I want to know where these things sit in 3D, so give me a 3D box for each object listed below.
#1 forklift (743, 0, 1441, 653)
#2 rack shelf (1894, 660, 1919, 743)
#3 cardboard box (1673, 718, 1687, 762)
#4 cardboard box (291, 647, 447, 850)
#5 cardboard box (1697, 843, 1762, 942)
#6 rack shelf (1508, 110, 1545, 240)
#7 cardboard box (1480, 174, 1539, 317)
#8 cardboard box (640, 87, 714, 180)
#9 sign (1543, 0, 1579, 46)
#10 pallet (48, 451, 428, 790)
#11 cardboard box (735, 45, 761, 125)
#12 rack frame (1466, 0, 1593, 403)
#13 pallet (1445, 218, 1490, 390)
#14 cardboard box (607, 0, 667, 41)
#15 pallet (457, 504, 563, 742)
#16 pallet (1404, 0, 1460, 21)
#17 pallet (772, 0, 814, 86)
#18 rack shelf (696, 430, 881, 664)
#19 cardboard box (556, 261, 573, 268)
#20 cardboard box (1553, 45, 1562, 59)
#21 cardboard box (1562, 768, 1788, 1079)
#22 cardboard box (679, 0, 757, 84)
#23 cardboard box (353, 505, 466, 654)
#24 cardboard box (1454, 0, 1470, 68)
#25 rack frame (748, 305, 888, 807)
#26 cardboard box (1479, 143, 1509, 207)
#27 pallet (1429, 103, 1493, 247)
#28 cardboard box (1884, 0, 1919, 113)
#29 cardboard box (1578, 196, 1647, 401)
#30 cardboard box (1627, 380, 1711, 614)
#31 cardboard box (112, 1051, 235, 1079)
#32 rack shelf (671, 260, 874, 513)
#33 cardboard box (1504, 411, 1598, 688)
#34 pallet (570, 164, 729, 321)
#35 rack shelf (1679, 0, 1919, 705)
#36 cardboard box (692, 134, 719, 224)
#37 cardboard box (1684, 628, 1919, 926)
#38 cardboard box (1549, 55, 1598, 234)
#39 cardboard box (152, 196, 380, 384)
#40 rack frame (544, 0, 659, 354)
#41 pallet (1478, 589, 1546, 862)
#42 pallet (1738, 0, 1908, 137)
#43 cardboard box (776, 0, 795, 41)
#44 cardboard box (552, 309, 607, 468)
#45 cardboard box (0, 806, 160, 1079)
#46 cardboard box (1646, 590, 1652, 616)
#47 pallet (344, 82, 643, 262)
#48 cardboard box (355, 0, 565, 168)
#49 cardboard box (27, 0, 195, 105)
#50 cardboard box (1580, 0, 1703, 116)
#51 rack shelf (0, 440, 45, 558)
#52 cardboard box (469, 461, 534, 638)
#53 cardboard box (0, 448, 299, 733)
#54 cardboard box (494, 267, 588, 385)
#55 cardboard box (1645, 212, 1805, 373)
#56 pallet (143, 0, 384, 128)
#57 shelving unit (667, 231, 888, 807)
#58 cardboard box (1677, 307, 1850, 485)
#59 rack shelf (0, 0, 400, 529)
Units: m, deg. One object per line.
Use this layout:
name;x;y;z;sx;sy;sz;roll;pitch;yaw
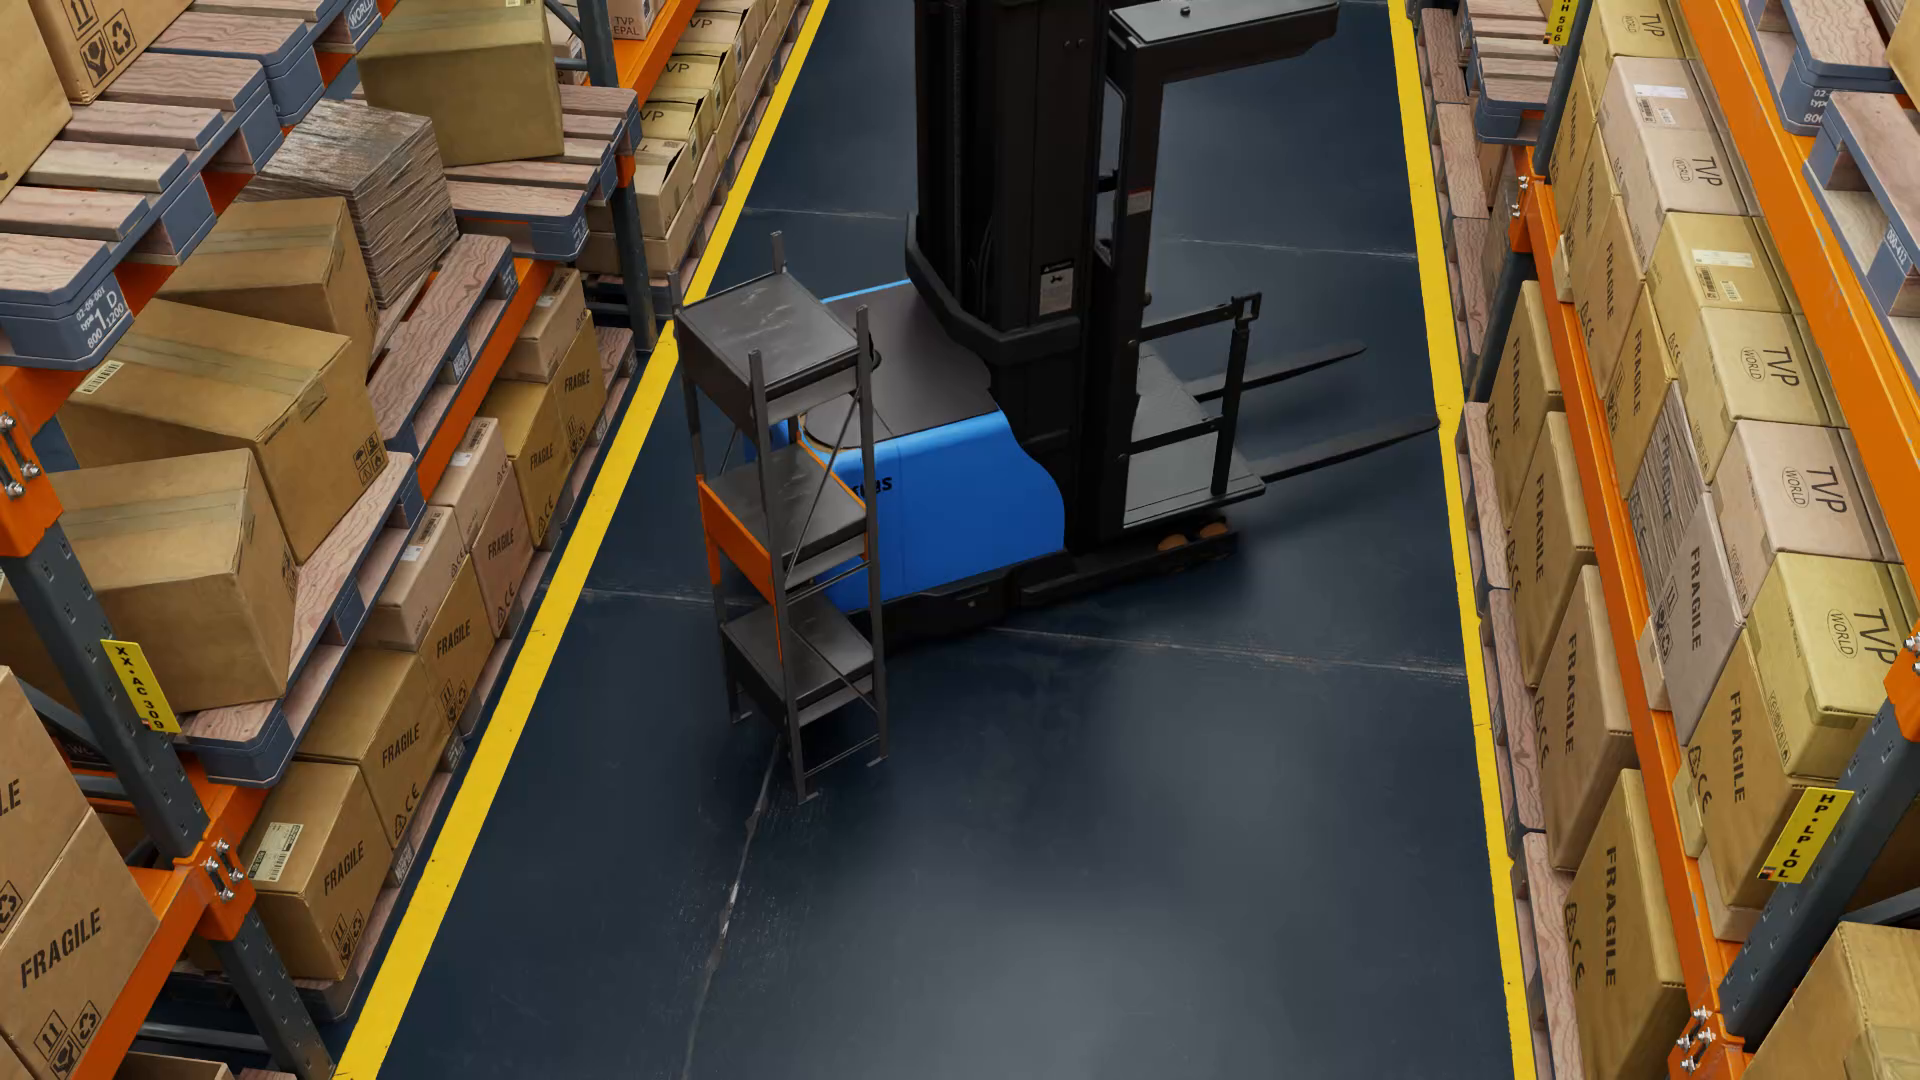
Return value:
forklift;0.643;-1.245;6.433;3.031;2.935;1.130;-16;46;-16
rack shelf;2.108;1.613;1.707;1.077;0.370;4.000;5;44;6
cardboard box;2.225;0.559;4.646;0.380;0.149;0.250;7;44;7
cardboard box;-2.174;0.706;5.821;0.500;0.500;0.500;6;44;6
cardboard box;2.136;0.905;4.280;0.380;0.149;0.250;6;44;6
rack shelf;3.165;-2.750;8.496;1.077;0.370;4.000;5;44;6
cardboard box;2.944;-1.396;8.041;0.700;0.500;0.500;6;44;6
cardboard box;-1.588;-2.143;8.618;0.500;0.311;0.500;4;44;4
sign;2.362;-2.083;6.484;0.100;0.325;0.005;5;44;6
pallet;-2.325;0.165;5.034;1.003;0.211;1.213;5;44;6
cardboard box;-1.453;-2.627;9.538;0.500;0.250;0.500;6;44;6
rack frame;2.901;-1.648;6.809;1.000;3.000;0.127;5;44;6
pallet;3.006;-1.168;8.330;1.003;0.211;1.213;5;44;6
cardboard box;-1.699;-2.656;7.938;0.500;0.311;0.500;5;44;5
pallet;-2.310;0.251;6.832;1.003;0.211;1.213;5;44;6
pallet;3.484;-3.823;11.134;1.003;0.211;1.213;5;44;6
pallet;-1.540;-3.304;10.586;1.003;0.211;1.213;5;44;6
rack shelf;-0.583;0.021;5.720;0.431;0.518;0.480;-26;49;-25
cardboard box;-2.182;-1.631;8.485;0.500;0.250;0.500;6;44;7
cardboard box;2.953;-2.166;6.963;0.700;0.500;0.500;1;43;1
cardboard box;2.329;1.251;5.005;0.750;0.750;0.750;6;44;6
cardboard box;-1.451;-2.841;9.355;0.500;0.311;0.500;5;44;5
cardboard box;-2.101;0.117;5.898;0.500;0.250;0.500;5;44;6
cardboard box;3.349;-3.123;9.865;0.700;0.500;0.500;7;44;7
rack frame;-0.441;0.148;5.567;0.400;2.100;0.015;-26;49;-25
cardboard box;3.165;-2.078;8.761;0.700;0.500;0.500;5;44;5
pallet;3.170;-1.997;9.206;1.003;0.211;1.213;5;44;6
cardboard box;2.607;-1.183;3.743;0.700;0.500;0.500;4;44;5
cardboard box;2.438;-0.798;5.608;0.500;0.500;0.500;5;44;5
cardboard box;2.316;-0.102;4.872;0.500;0.500;0.500;5;44;6
cardboard box;-2.333;1.792;4.674;0.500;0.500;0.500;5;44;6
rack shelf;-0.583;-0.487;5.239;0.431;0.518;0.480;-26;49;-25
cardboard box;2.552;0.065;6.257;0.750;0.750;0.750;5;44;5
pallet;-1.862;-1.641;8.830;1.003;0.211;1.213;5;44;6
rack shelf;2.637;-1.113;4.586;1.077;0.370;4.000;5;44;6
cardboard box;-1.584;-1.923;8.794;0.500;0.250;0.500;4;44;4
cardboard box;2.183;0.589;4.143;0.500;0.500;0.500;5;44;5
cardboard box;2.583;-1.492;6.341;0.500;0.500;0.500;6;44;7
cardboard box;-2.366;-0.769;5.502;0.700;0.500;0.500;-5;44;-5
rack frame;-2.010;-2.096;7.282;1.000;3.000;0.127;5;44;6
pallet;2.558;0.724;6.332;1.003;0.211;1.213;5;44;6
pallet;2.724;-1.463;4.569;1.003;0.211;1.213;7;44;7
cardboard box;-1.317;-3.323;10.272;0.500;0.250;0.500;5;44;5
cardboard box;-1.901;-0.689;7.295;0.500;0.500;0.500;7;44;7
cardboard box;-2.350;0.958;3.984;0.500;0.500;0.500;6;44;6
cardboard box;2.300;0.213;5.012;0.380;0.149;0.250;5;44;6
pallet;-2.030;-1.558;6.853;1.213;0.211;1.003;5;44;6
cardboard box;-1.981;-1.846;6.639;0.700;0.500;0.500;-8;44;-9
cardboard box;-2.333;-1.479;3.997;0.600;0.600;0.600;5;44;5
cardboard box;2.582;-1.767;6.085;0.500;0.250;0.500;6;44;7
rack shelf;-2.803;1.165;2.180;1.077;0.370;4.000;5;44;6
cardboard box;-2.033;0.021;6.544;0.500;0.500;0.500;4;44;4
cardboard box;-2.254;0.139;4.544;0.700;0.500;0.500;-8;44;-9
cardboard box;-1.904;-0.923;6.996;0.500;0.250;0.500;7;44;7
cardboard box;2.392;-0.730;4.991;0.500;0.250;0.500;4;44;5
pallet;-2.249;-1.536;4.646;1.213;0.211;1.003;5;44;6
shelving unit;-0.583;0.011;5.711;0.431;2.100;0.503;-26;49;-25
cardboard box;2.325;-0.383;4.624;0.500;0.250;0.500;6;44;6
rack shelf;-2.274;-1.561;5.059;1.077;0.370;4.000;5;44;6
